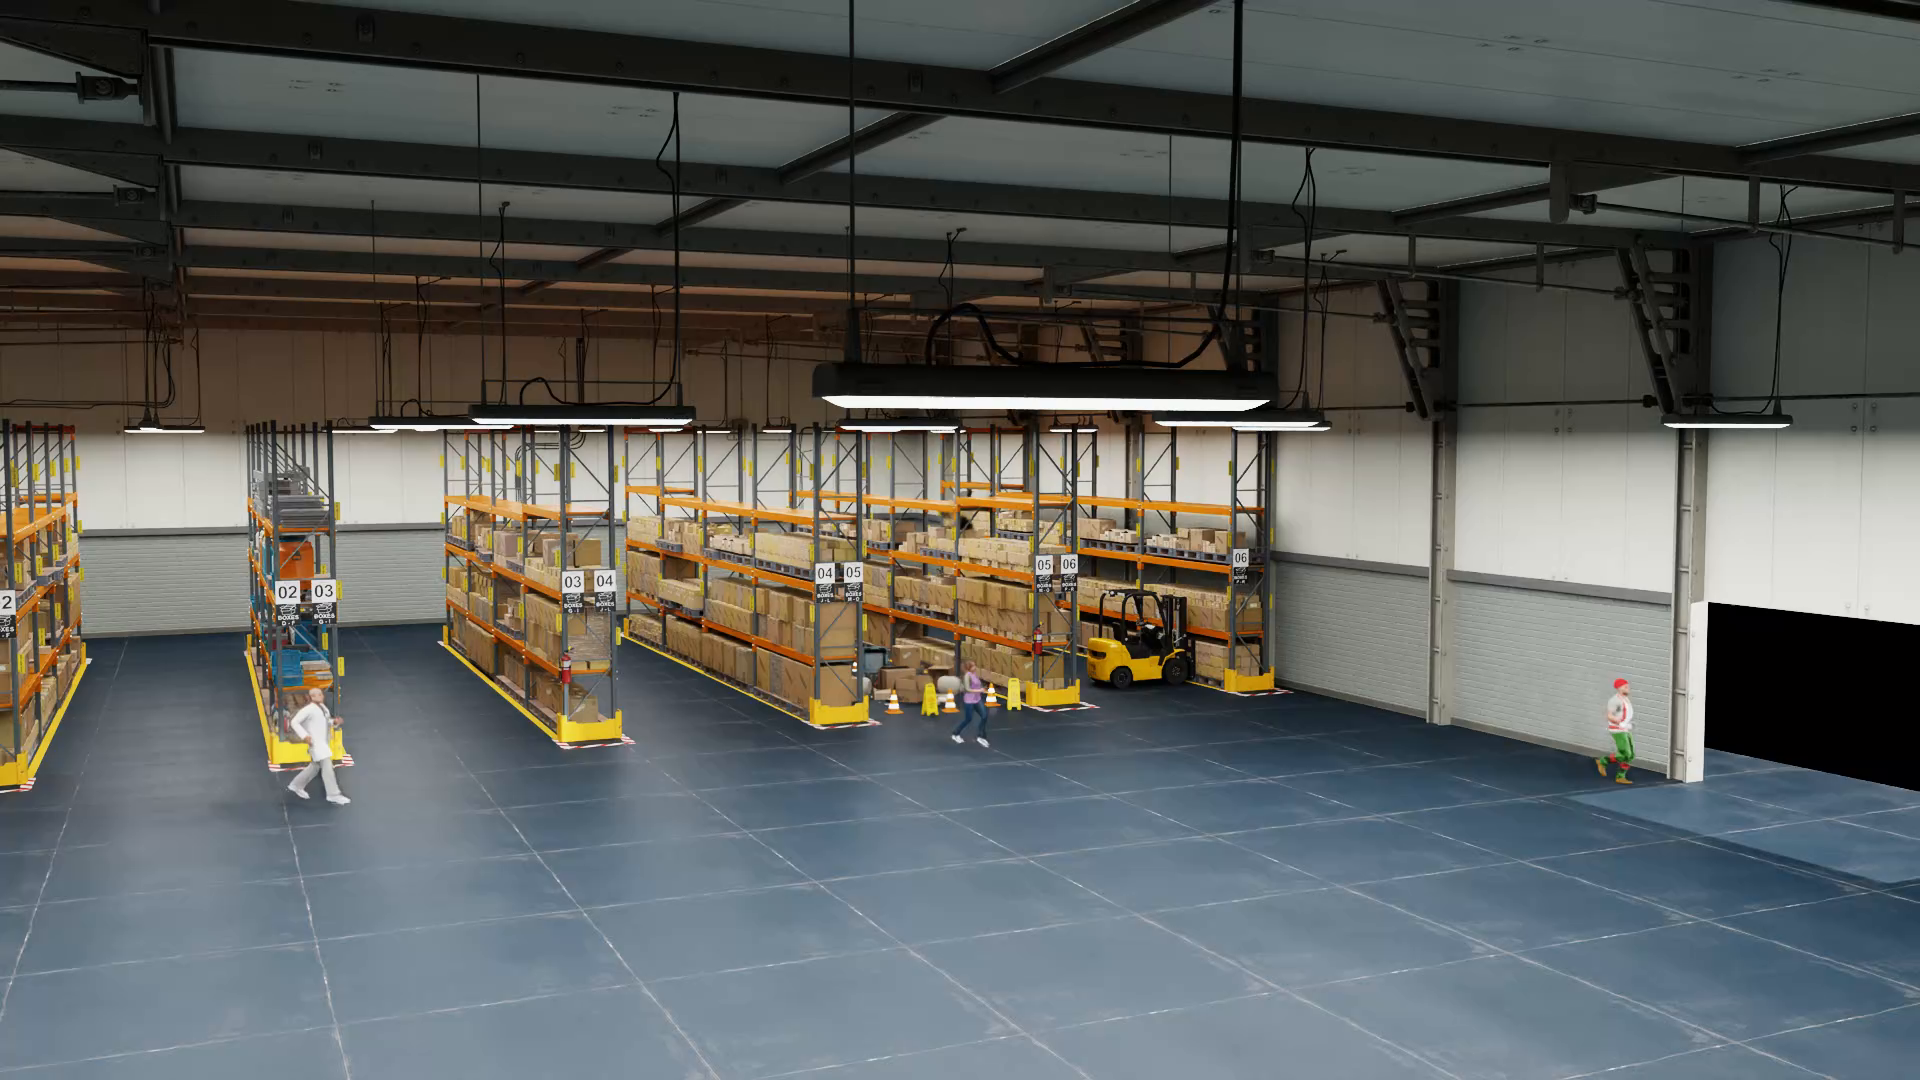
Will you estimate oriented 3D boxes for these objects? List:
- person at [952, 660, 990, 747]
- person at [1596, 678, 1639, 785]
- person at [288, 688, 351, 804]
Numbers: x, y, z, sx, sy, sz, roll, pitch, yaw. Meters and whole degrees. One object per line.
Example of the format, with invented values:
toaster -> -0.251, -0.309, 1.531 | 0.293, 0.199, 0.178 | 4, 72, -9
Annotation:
person -> 0.203, 3.014, 30.774 | 0.733, 1.620, 0.541 | 2, 4, 29
person -> 10.843, 3.140, 27.387 | 0.625, 1.735, 0.673 | 3, 5, 42
person -> -9.973, 3.188, 25.829 | 1.042, 1.784, 0.697 | 0, 4, 1
